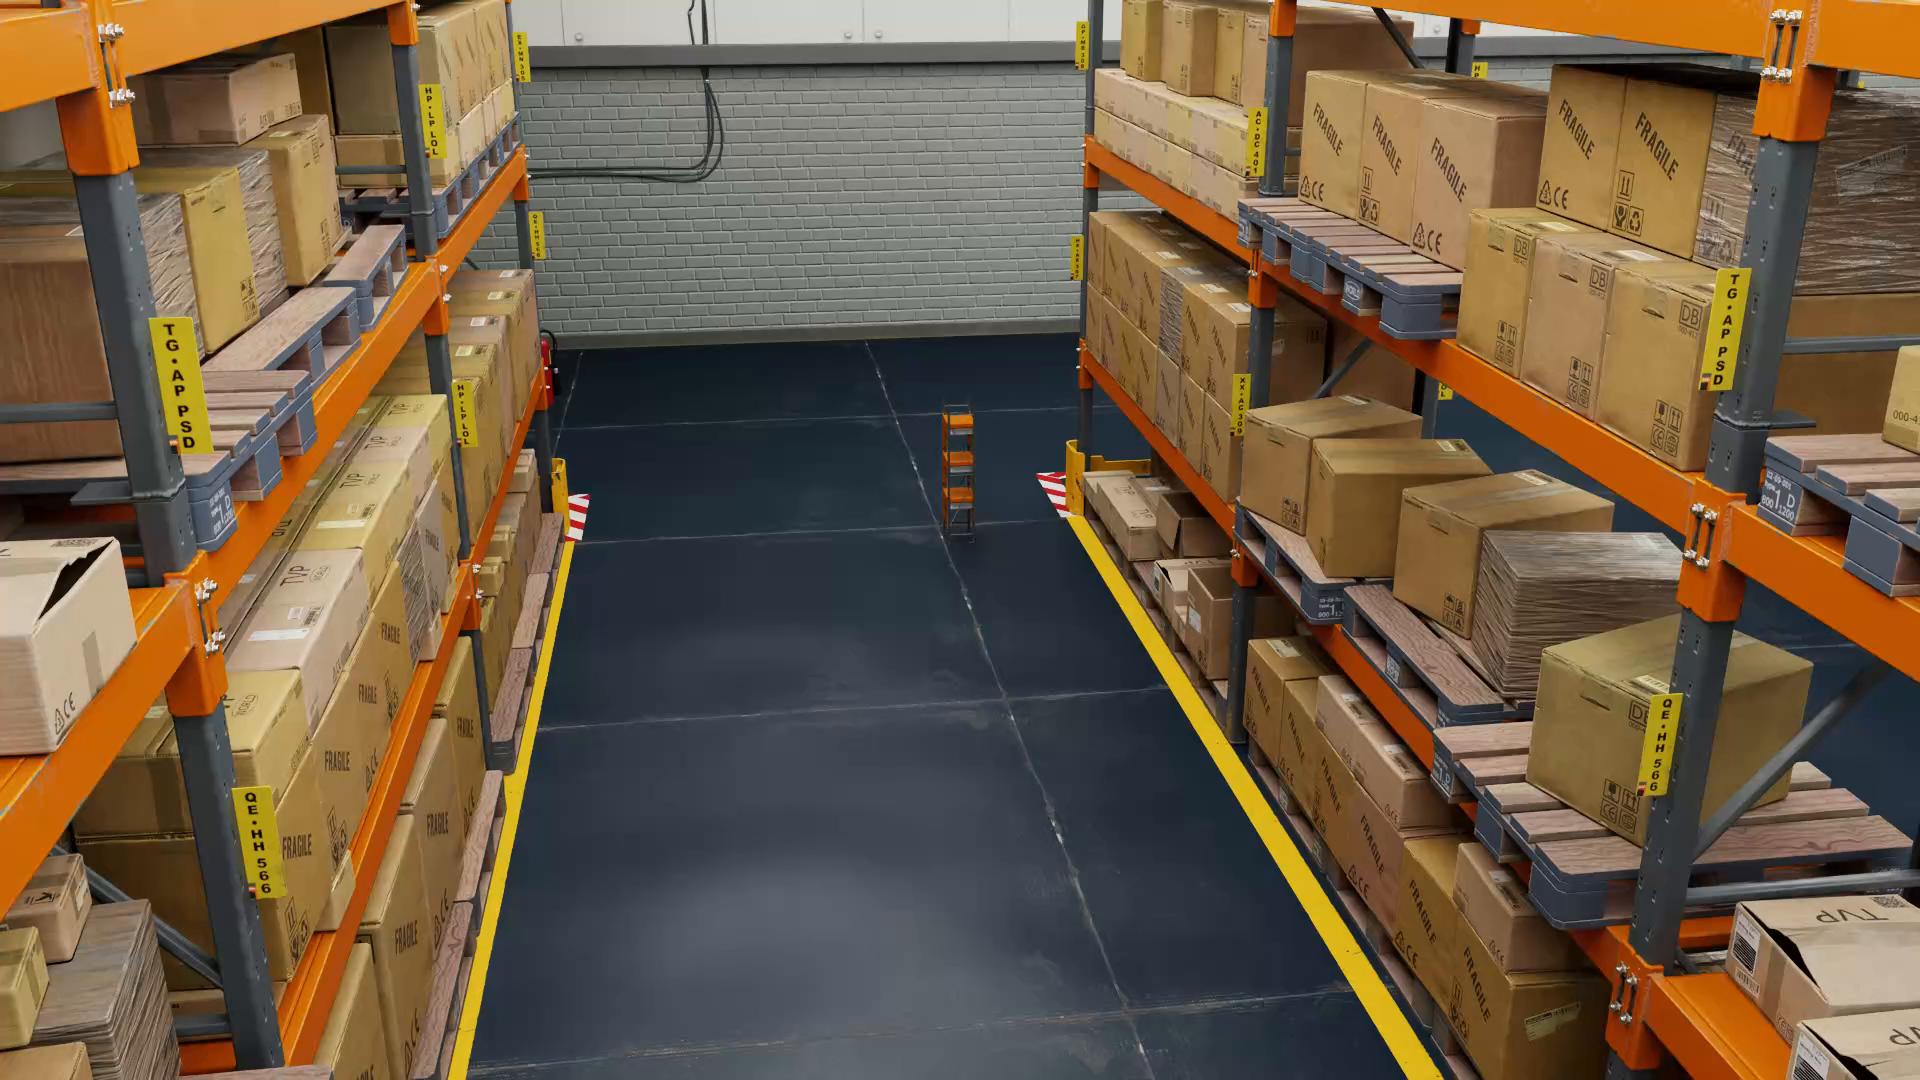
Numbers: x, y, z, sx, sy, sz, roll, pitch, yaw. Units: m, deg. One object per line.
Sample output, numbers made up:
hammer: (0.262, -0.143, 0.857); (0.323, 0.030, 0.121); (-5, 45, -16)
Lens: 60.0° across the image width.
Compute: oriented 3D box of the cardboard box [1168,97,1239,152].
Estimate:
cardboard box: (1.503, -2.387, 9.534); (0.500, 0.250, 0.500); (-3, 21, -8)

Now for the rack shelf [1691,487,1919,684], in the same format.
rack shelf: (2.845, 0.692, 2.817); (1.077, 0.370, 4.000); (-3, 21, -8)

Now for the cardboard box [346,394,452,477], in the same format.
cardboard box: (-2.601, -0.464, 7.503); (0.500, 0.250, 0.500); (-2, 21, -6)

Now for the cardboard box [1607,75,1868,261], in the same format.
cardboard box: (2.426, -1.181, 5.231); (0.500, 0.500, 0.500); (-3, 21, -8)

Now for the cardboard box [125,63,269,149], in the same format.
cardboard box: (-2.830, -1.574, 6.012); (0.500, 0.250, 0.500); (-4, 21, -9)

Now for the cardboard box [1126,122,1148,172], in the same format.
cardboard box: (1.359, -2.499, 10.548); (0.500, 0.250, 0.500); (-3, 21, -8)

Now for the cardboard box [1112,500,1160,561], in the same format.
cardboard box: (1.345, -0.071, 11.421); (0.500, 0.250, 0.500); (-3, 21, -8)

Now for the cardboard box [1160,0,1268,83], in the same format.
cardboard box: (1.660, -3.100, 10.371); (0.700, 0.500, 0.500); (-3, 21, -8)

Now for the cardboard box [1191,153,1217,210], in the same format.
cardboard box: (1.585, -1.981, 9.159); (0.500, 0.250, 0.500); (-3, 21, -8)

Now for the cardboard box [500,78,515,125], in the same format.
cardboard box: (-3.130, -2.789, 10.581); (0.500, 0.250, 0.500); (-2, 21, -6)

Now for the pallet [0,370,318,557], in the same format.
pallet: (-2.490, -0.218, 4.496); (1.213, 0.211, 1.003); (-2, 21, -5)

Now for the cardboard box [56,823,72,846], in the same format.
cardboard box: (-2.667, 0.628, 4.579); (0.500, 0.250, 0.500); (-2, 21, -6)

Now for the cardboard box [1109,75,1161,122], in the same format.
cardboard box: (1.285, -2.907, 10.924); (0.500, 0.250, 0.500); (-3, 21, -8)

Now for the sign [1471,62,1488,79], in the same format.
sign: (2.529, -2.178, 8.172); (0.100, 0.325, 0.005); (-3, 21, -8)

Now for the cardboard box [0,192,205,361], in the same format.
cardboard box: (-2.600, -0.685, 4.704); (0.700, 0.500, 0.500); (-4, 21, -11)

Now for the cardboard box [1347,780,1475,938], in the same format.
cardboard box: (2.033, 1.360, 7.231); (0.500, 0.500, 0.500); (-4, 21, -10)

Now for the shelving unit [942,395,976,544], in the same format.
shelving unit: (-0.008, -0.510, 12.082); (0.215, 1.050, 0.252); (-3, 21, -8)

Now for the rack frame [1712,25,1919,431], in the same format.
rack frame: (2.557, -1.743, 4.020); (1.000, 3.000, 0.127); (-3, 21, -8)

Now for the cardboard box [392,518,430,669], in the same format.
cardboard box: (-2.458, 0.236, 6.700); (0.500, 0.500, 0.500); (-3, 21, -8)

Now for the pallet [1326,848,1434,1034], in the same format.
pallet: (2.314, 1.692, 7.384); (1.003, 0.211, 1.213); (-3, 21, -8)

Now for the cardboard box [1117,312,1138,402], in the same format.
cardboard box: (1.356, -1.230, 11.078); (0.500, 0.500, 0.500); (-3, 21, -8)

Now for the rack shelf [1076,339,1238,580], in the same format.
rack shelf: (1.692, -0.673, 10.758); (1.077, 0.370, 4.000); (-3, 21, -8)

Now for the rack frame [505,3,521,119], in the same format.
rack frame: (-3.498, -4.261, 10.764); (1.000, 3.000, 0.127); (-3, 21, -8)

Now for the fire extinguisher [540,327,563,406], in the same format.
fire extinguisher: (-3.063, -1.315, 12.095); (0.296, 0.674, 0.183); (-3, 21, -8)

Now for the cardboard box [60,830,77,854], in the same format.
cardboard box: (-2.674, 0.973, 4.727); (0.500, 0.500, 0.500); (-3, 21, -7)

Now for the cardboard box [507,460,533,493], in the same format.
cardboard box: (-3.062, -0.419, 11.097); (0.380, 0.149, 0.250); (-2, 21, -6)

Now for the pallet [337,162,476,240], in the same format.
pallet: (-3.029, -1.713, 8.356); (1.003, 0.211, 1.213); (-3, 21, -8)

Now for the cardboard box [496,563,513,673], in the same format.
cardboard box: (-2.997, 0.470, 9.643); (0.700, 0.500, 0.500); (-3, 21, -8)

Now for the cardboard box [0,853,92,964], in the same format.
cardboard box: (-2.265, 0.880, 3.874); (0.380, 0.149, 0.250); (-6, 21, -15)

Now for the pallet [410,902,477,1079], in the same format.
pallet: (-2.556, 1.927, 6.755); (1.003, 0.211, 1.213); (-3, 21, -8)

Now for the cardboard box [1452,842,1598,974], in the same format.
cardboard box: (2.177, 1.350, 6.186); (0.500, 0.250, 0.500); (-2, 21, -6)

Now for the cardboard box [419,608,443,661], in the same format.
cardboard box: (-2.444, 0.412, 7.157); (0.380, 0.149, 0.250); (-3, 21, -8)

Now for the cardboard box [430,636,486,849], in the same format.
cardboard box: (-2.699, 0.963, 7.823); (0.750, 0.750, 0.750); (-3, 21, -7)

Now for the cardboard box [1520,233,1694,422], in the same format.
cardboard box: (2.387, -0.710, 5.400); (0.910, 0.500, 0.500); (-3, 21, -8)

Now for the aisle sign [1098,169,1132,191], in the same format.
aisle sign: (1.103, -2.929, 12.055); (0.394, 0.787, 0.004); (-3, 21, -8)

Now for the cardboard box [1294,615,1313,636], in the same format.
cardboard box: (2.134, 0.580, 9.590); (0.500, 0.311, 0.500); (-3, 21, -8)

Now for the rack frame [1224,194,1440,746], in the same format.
rack frame: (1.980, -0.317, 8.778); (1.000, 3.000, 0.127); (-3, 21, -8)

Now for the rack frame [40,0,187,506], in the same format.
rack frame: (-2.345, -1.491, 3.348); (1.000, 3.000, 0.127); (-3, 21, -8)

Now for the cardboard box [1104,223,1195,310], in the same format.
cardboard box: (1.289, -1.870, 11.363); (0.500, 0.500, 0.500); (-3, 21, -7)

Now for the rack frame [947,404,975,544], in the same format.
rack frame: (0.010, -0.468, 11.969); (0.200, 1.050, 0.008); (-3, 21, -8)

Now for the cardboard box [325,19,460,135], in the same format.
cardboard box: (-2.747, -2.257, 8.084); (0.500, 0.500, 0.500); (-3, 21, -8)

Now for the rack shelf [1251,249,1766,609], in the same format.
rack shelf: (2.268, -0.693, 6.525); (1.077, 0.370, 4.000); (-3, 21, -8)

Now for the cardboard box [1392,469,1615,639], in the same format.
cardboard box: (2.296, 0.048, 7.058); (0.700, 0.500, 0.500); (-8, 22, -21)

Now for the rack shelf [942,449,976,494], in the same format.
rack shelf: (-0.008, -0.500, 12.086); (0.215, 0.259, 0.240); (-3, 21, -8)

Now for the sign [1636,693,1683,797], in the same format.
sign: (2.021, 0.593, 4.799); (0.100, 0.325, 0.005); (-3, 21, -8)

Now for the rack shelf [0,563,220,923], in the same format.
rack shelf: (-2.056, 0.943, 2.145); (1.077, 0.370, 4.000); (-3, 21, -8)

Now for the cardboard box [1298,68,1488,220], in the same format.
cardboard box: (1.980, -1.835, 7.668); (0.600, 0.600, 0.600); (-5, 21, -13)

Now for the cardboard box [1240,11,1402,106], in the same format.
cardboard box: (1.940, -2.584, 8.989); (0.700, 0.500, 0.500); (-3, 21, -8)

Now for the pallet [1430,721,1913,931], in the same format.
pallet: (2.389, 0.927, 5.723); (1.213, 0.211, 1.003); (-3, 21, -8)

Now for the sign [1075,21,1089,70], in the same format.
sign: (0.866, -3.489, 11.735); (0.100, 0.325, 0.005); (-3, 21, -8)

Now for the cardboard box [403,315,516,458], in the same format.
cardboard box: (-3.198, -0.900, 9.909); (0.980, 0.700, 0.700); (-4, 21, -10)

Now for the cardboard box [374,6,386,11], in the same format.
cardboard box: (-3.489, -2.758, 9.425); (0.500, 0.500, 0.500); (-3, 21, -8)

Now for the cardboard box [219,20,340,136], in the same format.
cardboard box: (-3.253, -2.226, 8.001); (0.500, 0.500, 0.500); (-3, 21, -8)

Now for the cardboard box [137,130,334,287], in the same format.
cardboard box: (-2.759, -1.224, 6.149); (0.700, 0.500, 0.500); (-3, 21, -9)

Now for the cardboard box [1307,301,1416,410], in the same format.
cardboard box: (2.191, -1.010, 9.060); (0.500, 0.500, 0.500); (-2, 21, -6)

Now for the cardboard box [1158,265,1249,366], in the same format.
cardboard box: (1.502, -1.346, 9.961); (0.500, 0.500, 0.500); (-3, 21, -7)

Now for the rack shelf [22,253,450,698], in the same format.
rack shelf: (-2.633, -0.442, 5.853); (1.077, 0.370, 4.000); (-3, 21, -8)

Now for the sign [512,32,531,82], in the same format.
sign: (-2.959, -3.256, 11.208); (0.100, 0.325, 0.005); (-3, 21, -8)
